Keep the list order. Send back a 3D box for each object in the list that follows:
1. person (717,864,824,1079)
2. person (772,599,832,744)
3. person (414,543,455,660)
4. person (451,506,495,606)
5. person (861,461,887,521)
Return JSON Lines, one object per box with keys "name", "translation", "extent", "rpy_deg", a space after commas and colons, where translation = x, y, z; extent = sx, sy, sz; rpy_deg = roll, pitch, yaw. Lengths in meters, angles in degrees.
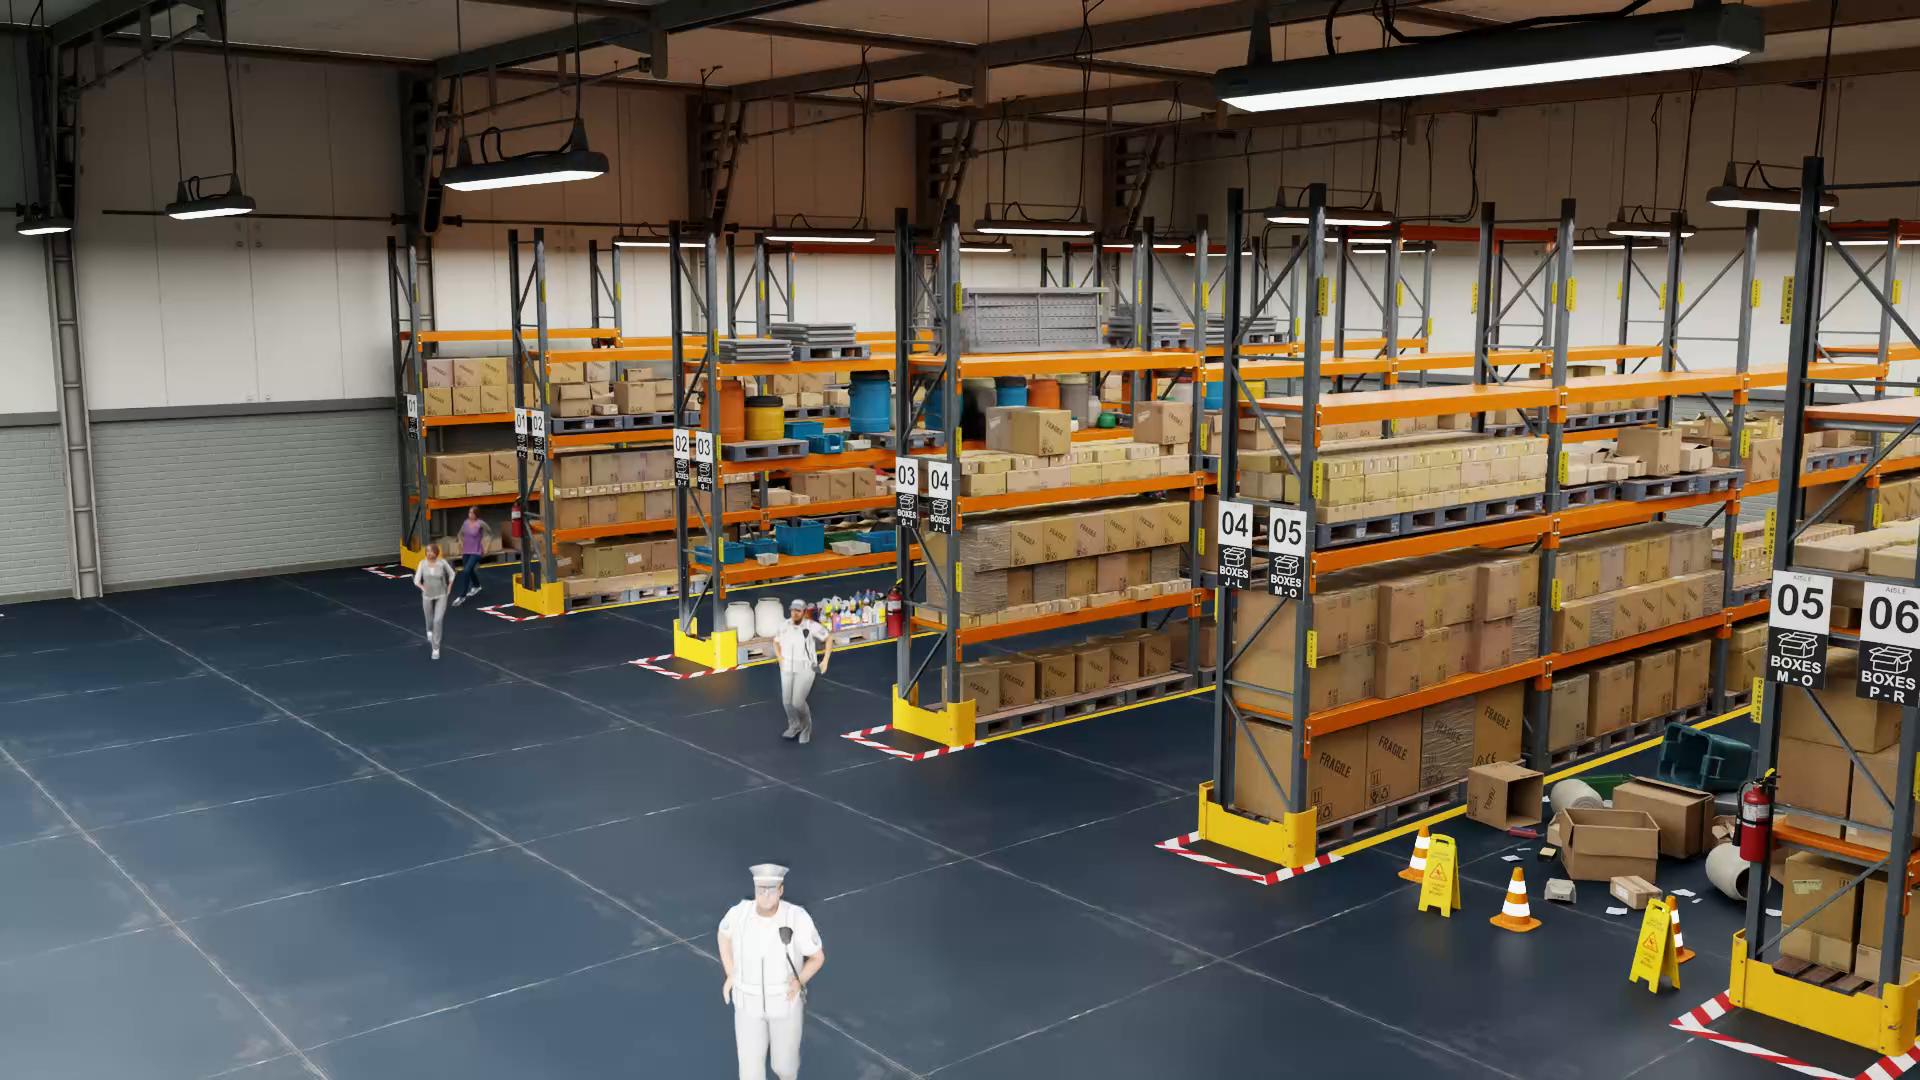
{"name": "person", "translation": [-1.145, 2.782, 9.996], "extent": [0.664, 1.791, 0.927], "rpy_deg": [0, 9, 0]}
{"name": "person", "translation": [-1.811, 1.504, 18.806], "extent": [0.654, 1.688, 0.608], "rpy_deg": [3, 9, 17]}
{"name": "person", "translation": [-7.360, 0.821, 23.346], "extent": [0.549, 1.595, 0.806], "rpy_deg": [-2, 9, -11]}
{"name": "person", "translation": [-7.926, 0.234, 27.038], "extent": [0.612, 1.592, 0.815], "rpy_deg": [4, 10, 23]}
{"name": "person", "translation": [-1.839, -0.853, 33.735], "extent": [0.652, 1.680, 0.602], "rpy_deg": [8, 12, 41]}
